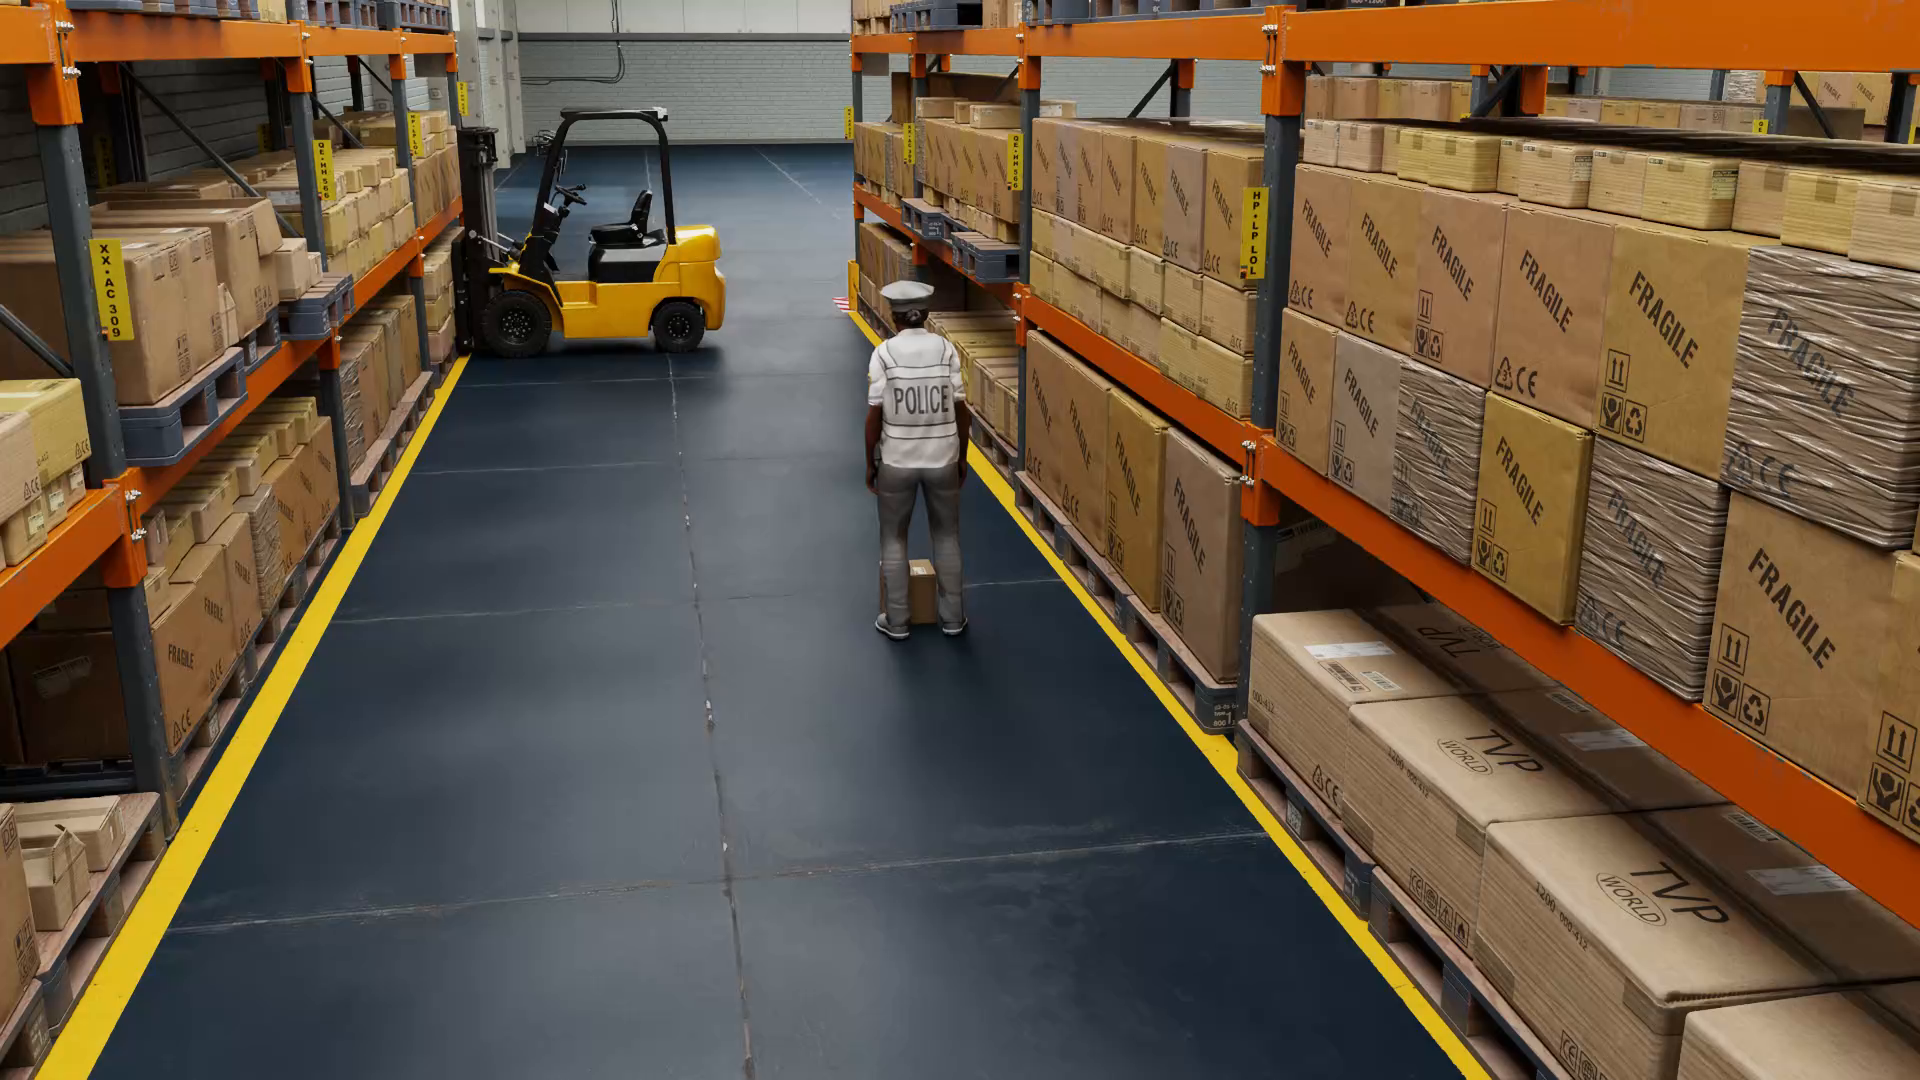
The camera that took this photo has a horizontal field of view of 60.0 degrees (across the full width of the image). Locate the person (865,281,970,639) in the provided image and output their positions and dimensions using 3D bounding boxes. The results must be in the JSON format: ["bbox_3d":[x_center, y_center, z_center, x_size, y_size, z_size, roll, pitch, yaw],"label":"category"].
[{"bbox_3d":[-0.195,-0.353,7.736,0.505,1.657,0.394,-3,17,-12],"label":"person"}]
